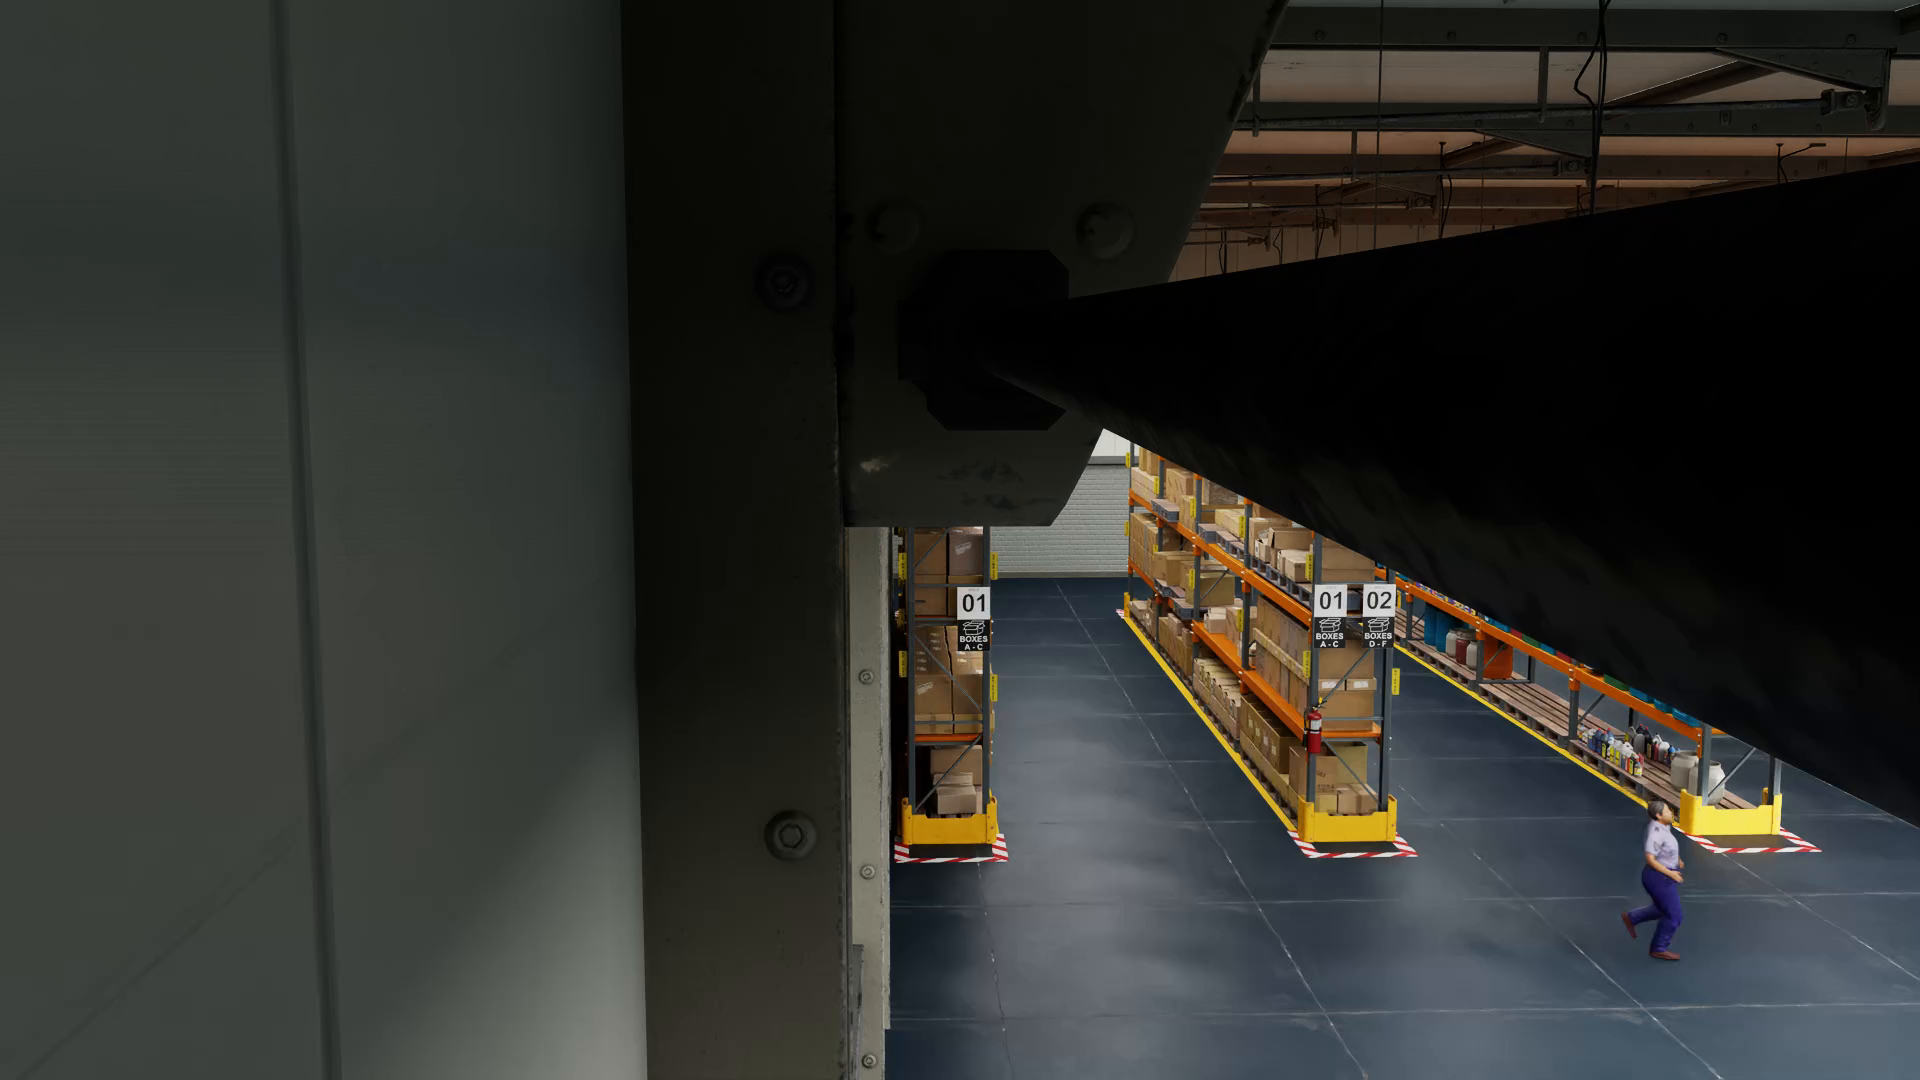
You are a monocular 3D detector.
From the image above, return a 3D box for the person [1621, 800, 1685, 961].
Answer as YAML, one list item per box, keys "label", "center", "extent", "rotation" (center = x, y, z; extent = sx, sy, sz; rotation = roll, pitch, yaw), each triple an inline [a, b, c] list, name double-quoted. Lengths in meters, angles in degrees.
- label: "person"
  center: [7.003, 3.414, 16.764]
  extent: [0.565, 1.590, 0.644]
  rotation: [3, 8, 22]
